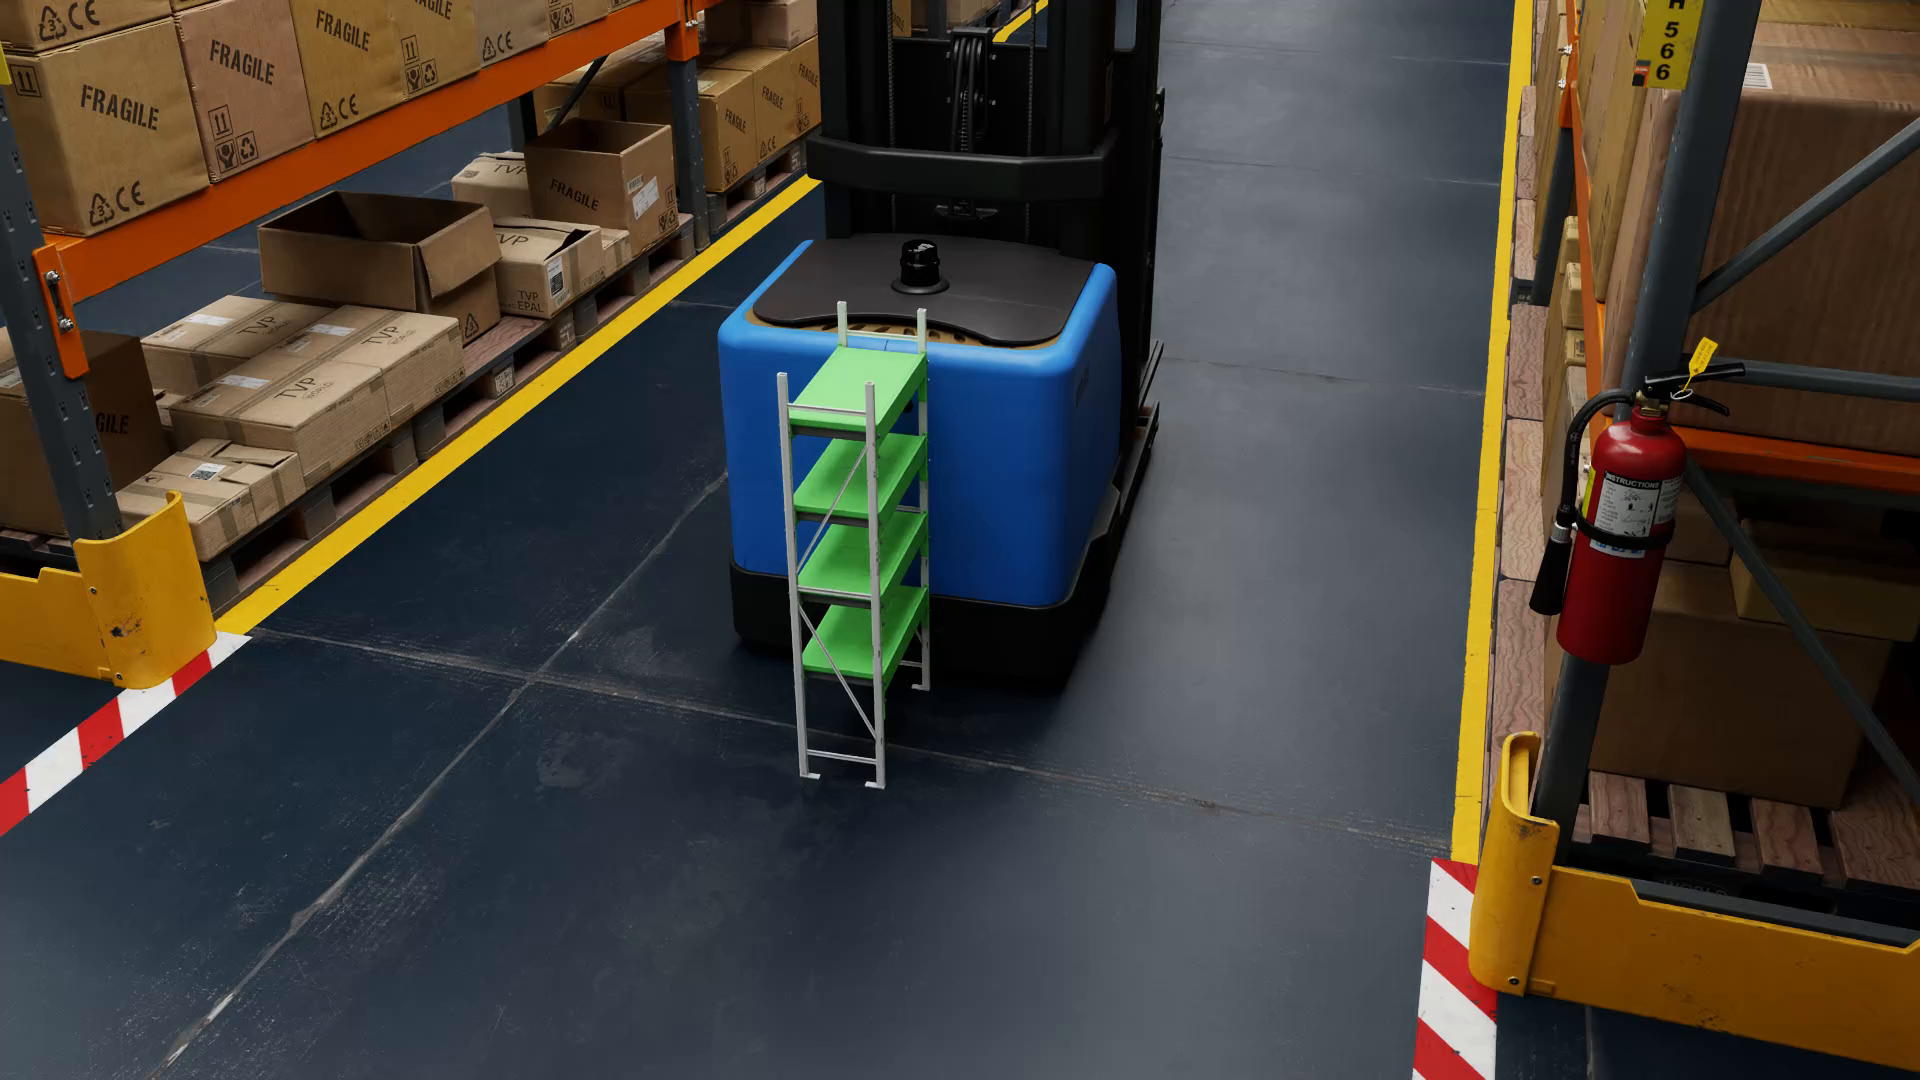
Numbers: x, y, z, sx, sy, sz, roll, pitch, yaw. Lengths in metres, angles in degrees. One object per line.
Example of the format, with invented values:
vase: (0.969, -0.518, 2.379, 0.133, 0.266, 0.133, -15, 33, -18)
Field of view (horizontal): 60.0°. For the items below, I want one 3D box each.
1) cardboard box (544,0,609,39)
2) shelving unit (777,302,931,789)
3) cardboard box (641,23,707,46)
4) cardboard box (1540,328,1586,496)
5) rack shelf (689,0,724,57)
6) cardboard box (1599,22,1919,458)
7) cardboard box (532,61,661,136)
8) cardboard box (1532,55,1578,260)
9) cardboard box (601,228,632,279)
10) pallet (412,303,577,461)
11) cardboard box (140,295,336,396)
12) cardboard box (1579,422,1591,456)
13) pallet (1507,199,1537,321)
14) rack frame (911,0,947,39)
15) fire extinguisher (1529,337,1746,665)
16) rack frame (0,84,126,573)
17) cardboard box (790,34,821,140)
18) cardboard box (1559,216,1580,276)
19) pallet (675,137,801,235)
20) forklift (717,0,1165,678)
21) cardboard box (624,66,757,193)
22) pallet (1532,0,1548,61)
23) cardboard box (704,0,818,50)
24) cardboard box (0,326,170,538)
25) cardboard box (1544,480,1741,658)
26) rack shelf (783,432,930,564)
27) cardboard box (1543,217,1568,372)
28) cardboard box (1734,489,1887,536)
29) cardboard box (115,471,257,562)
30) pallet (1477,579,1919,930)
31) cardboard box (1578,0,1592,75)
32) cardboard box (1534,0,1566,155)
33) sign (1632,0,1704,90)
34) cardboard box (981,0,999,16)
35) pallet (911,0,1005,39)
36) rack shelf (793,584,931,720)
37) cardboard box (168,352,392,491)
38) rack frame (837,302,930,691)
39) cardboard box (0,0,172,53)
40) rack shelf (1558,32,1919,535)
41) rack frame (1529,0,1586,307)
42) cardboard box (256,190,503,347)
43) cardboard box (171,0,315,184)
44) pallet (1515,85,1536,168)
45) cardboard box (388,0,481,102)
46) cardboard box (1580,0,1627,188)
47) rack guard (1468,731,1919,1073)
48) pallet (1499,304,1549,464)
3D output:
cardboard box: (-1.812, -2.379, 6.838, 0.500, 0.500, 0.500, 9, 30, 16)
shelving unit: (-0.264, 0.023, 4.475, 0.258, 1.200, 0.503, 7, 30, 12)
cardboard box: (-1.589, -2.675, 9.592, 0.500, 0.500, 0.500, 9, 30, 15)
cardboard box: (2.355, -0.426, 5.569, 0.700, 0.500, 0.500, 9, 30, 16)
rack shelf: (-1.173, -3.459, 9.622, 1.077, 0.370, 4.000, 8, 30, 15)
cardboard box: (1.942, -0.649, 3.523, 0.980, 0.700, 0.700, 10, 31, 17)
cardboard box: (-1.890, -2.214, 8.763, 0.500, 0.500, 0.500, 8, 30, 15)
cardboard box: (3.043, -1.703, 7.506, 0.750, 0.750, 0.750, 9, 30, 15)
cardboard box: (-1.709, -1.302, 7.485, 0.380, 0.149, 0.250, 8, 30, 15)
pallet: (-2.319, -0.737, 6.858, 1.003, 0.211, 1.213, 8, 30, 15)
cardboard box: (-2.703, -0.701, 6.300, 0.500, 0.250, 0.500, 8, 30, 15)
cardboard box: (1.850, -0.198, 4.493, 0.380, 0.149, 0.250, 9, 30, 16)
pallet: (3.131, -1.289, 7.851, 1.003, 0.211, 1.213, 8, 30, 15)
rack frame: (-0.586, -4.703, 11.118, 1.000, 3.000, 0.127, 8, 30, 15)
fire extinguisher: (1.317, -0.079, 3.269, 0.296, 0.674, 0.183, 8, 30, 15)
rack frame: (-2.934, -0.985, 4.435, 1.000, 3.000, 0.127, 8, 30, 15)
cardboard box: (-1.086, -2.614, 9.483, 0.500, 0.500, 0.500, 9, 30, 15)
cardboard box: (2.384, -1.047, 6.019, 0.380, 0.149, 0.250, 10, 30, 17)
pallet: (-1.558, -2.008, 9.143, 1.003, 0.211, 1.213, 8, 30, 15)
forklift: (0.146, -1.576, 5.568, 1.130, 2.935, 3.031, 7, 30, 12)
cardboard box: (-1.385, -2.134, 8.619, 0.500, 0.500, 0.500, 7, 30, 13)
pallet: (4.741, -3.707, 12.197, 1.003, 0.211, 1.213, 8, 30, 15)
cardboard box: (-1.092, -2.926, 9.272, 0.500, 0.250, 0.500, 9, 30, 15)
cardboard box: (-3.010, -0.373, 5.453, 0.500, 0.500, 0.500, 8, 30, 15)
cardboard box: (2.059, 0.057, 4.701, 0.700, 0.500, 0.500, 8, 30, 15)
rack shelf: (-0.264, -0.131, 4.389, 0.258, 0.148, 0.480, 7, 30, 12)
cardboard box: (2.659, -0.897, 6.416, 0.700, 0.500, 0.500, 9, 30, 16)
cardboard box: (2.214, -0.143, 4.393, 0.380, 0.149, 0.250, 9, 30, 15)
cardboard box: (-2.483, -0.077, 5.283, 0.380, 0.149, 0.250, 8, 30, 15)
pallet: (1.962, 0.556, 4.533, 1.003, 0.211, 1.213, 8, 30, 15)
cardboard box: (2.801, -2.020, 5.987, 0.980, 0.700, 0.700, 9, 30, 16)
cardboard box: (3.546, -2.512, 8.960, 0.750, 0.750, 0.750, 8, 30, 15)
sign: (1.287, -0.973, 2.979, 0.100, 0.325, 0.005, 8, 30, 15)
cardboard box: (-0.005, -4.120, 12.467, 0.500, 0.250, 0.500, 8, 30, 13)
pallet: (-0.307, -3.861, 12.474, 1.003, 0.211, 1.213, 8, 30, 15)
rack shelf: (-0.264, 0.288, 4.623, 0.258, 0.148, 0.480, 7, 30, 12)
cardboard box: (-2.357, -0.420, 5.795, 0.500, 0.250, 0.500, 8, 30, 15)
rack frame: (-0.207, -0.093, 4.682, 0.240, 1.200, 0.015, 7, 30, 12)
cardboard box: (-2.552, -1.634, 4.470, 0.500, 0.500, 0.500, 9, 30, 16)
rack shelf: (2.389, -0.895, 5.013, 1.077, 0.370, 4.000, 8, 30, 15)
rack frame: (2.976, -2.139, 6.509, 1.000, 3.000, 0.127, 8, 30, 15)
cardboard box: (-2.307, -1.071, 6.705, 0.797, 0.503, 0.637, 8, 30, 15)
cardboard box: (-2.406, -1.438, 5.146, 0.500, 0.500, 0.500, 8, 30, 14)
pallet: (3.847, -2.423, 9.889, 1.003, 0.211, 1.213, 8, 30, 15)
cardboard box: (-2.107, -1.903, 5.982, 0.500, 0.500, 0.500, 9, 30, 16)
cardboard box: (2.378, -1.342, 4.768, 0.980, 0.700, 0.700, 7, 30, 12)
rack guard: (1.795, 0.824, 3.755, 1.175, 0.500, 0.348, 8, 30, 15)
pallet: (2.678, -0.578, 6.572, 1.003, 0.211, 1.213, 8, 30, 15)
